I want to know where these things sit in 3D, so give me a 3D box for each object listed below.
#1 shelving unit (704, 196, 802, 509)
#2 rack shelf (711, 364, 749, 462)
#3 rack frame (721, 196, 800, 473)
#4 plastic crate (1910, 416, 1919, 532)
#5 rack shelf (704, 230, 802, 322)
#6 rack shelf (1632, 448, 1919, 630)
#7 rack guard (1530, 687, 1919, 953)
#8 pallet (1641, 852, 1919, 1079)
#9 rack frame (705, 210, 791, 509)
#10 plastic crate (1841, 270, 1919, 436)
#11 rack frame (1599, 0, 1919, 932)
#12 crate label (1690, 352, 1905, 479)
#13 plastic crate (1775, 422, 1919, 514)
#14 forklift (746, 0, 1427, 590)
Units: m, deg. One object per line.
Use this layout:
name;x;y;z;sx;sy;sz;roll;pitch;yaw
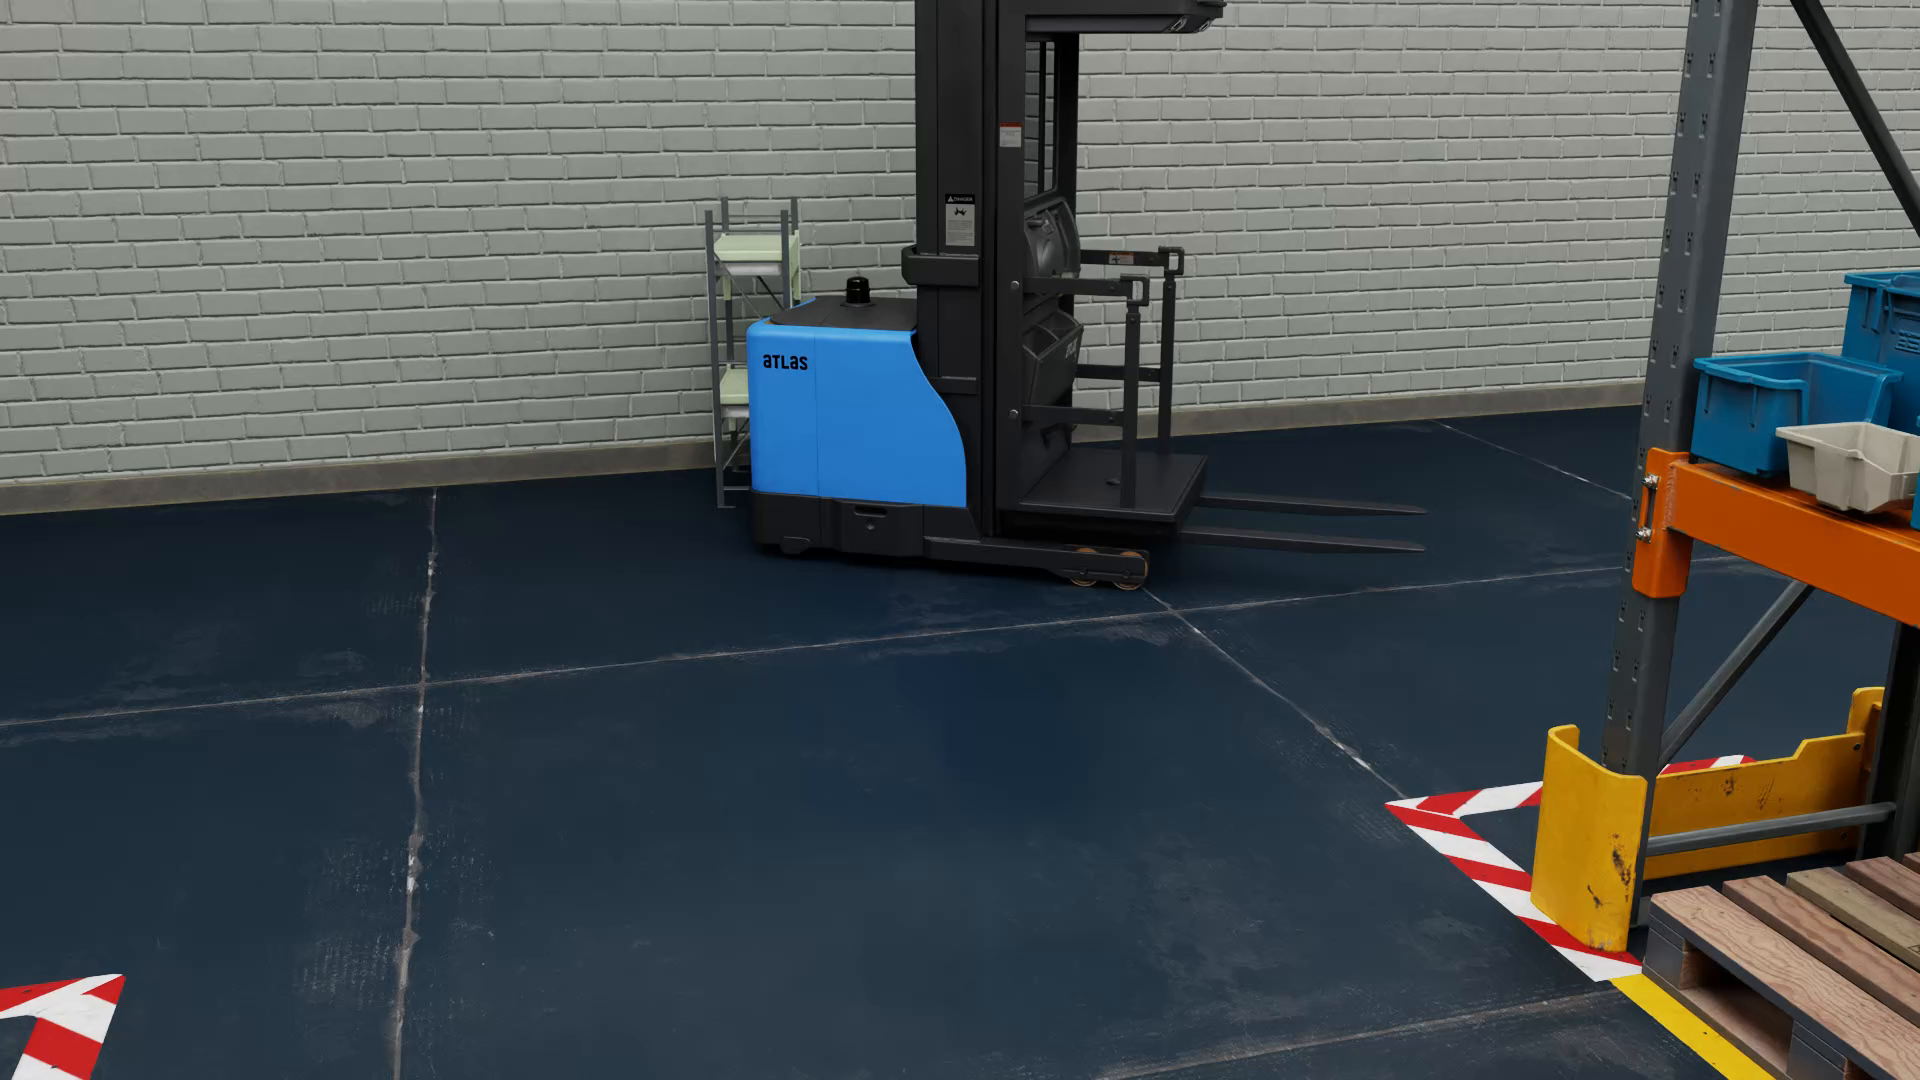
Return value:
shelving unit;-1.048;-0.988;8.635;0.431;1.500;0.755;-1;17;-2
rack shelf;-1.048;-0.676;8.729;0.431;0.370;0.720;-1;17;-2
rack frame;-1.059;-1.093;8.985;0.400;1.500;0.023;-1;17;-2
plastic crate;2.129;-0.111;3.294;0.416;0.233;0.300;-5;17;-15
rack shelf;-1.048;-1.362;8.523;0.431;0.370;0.720;-1;17;-2
rack shelf;2.746;0.459;2.460;1.077;0.370;4.000;-5;17;-15
rack guard;2.177;0.753;4.577;1.175;0.500;0.348;-5;17;-15
pallet;2.386;1.128;3.830;1.003;0.211;1.213;-5;17;-15
rack frame;-1.037;-0.883;8.285;0.400;1.500;0.023;-1;17;-2
plastic crate;2.468;-0.406;3.925;0.616;0.435;0.499;-5;17;-15
rack frame;2.196;-0.439;4.198;1.000;3.000;0.127;-5;17;-15
crate label;1.948;-0.293;3.900;0.416;0.233;0.303;-5;17;-15
plastic crate;1.956;-0.152;3.597;0.250;0.136;0.298;-5;17;-15
forklift;0.600;-1.355;7.370;3.031;2.935;1.130;5;17;15
